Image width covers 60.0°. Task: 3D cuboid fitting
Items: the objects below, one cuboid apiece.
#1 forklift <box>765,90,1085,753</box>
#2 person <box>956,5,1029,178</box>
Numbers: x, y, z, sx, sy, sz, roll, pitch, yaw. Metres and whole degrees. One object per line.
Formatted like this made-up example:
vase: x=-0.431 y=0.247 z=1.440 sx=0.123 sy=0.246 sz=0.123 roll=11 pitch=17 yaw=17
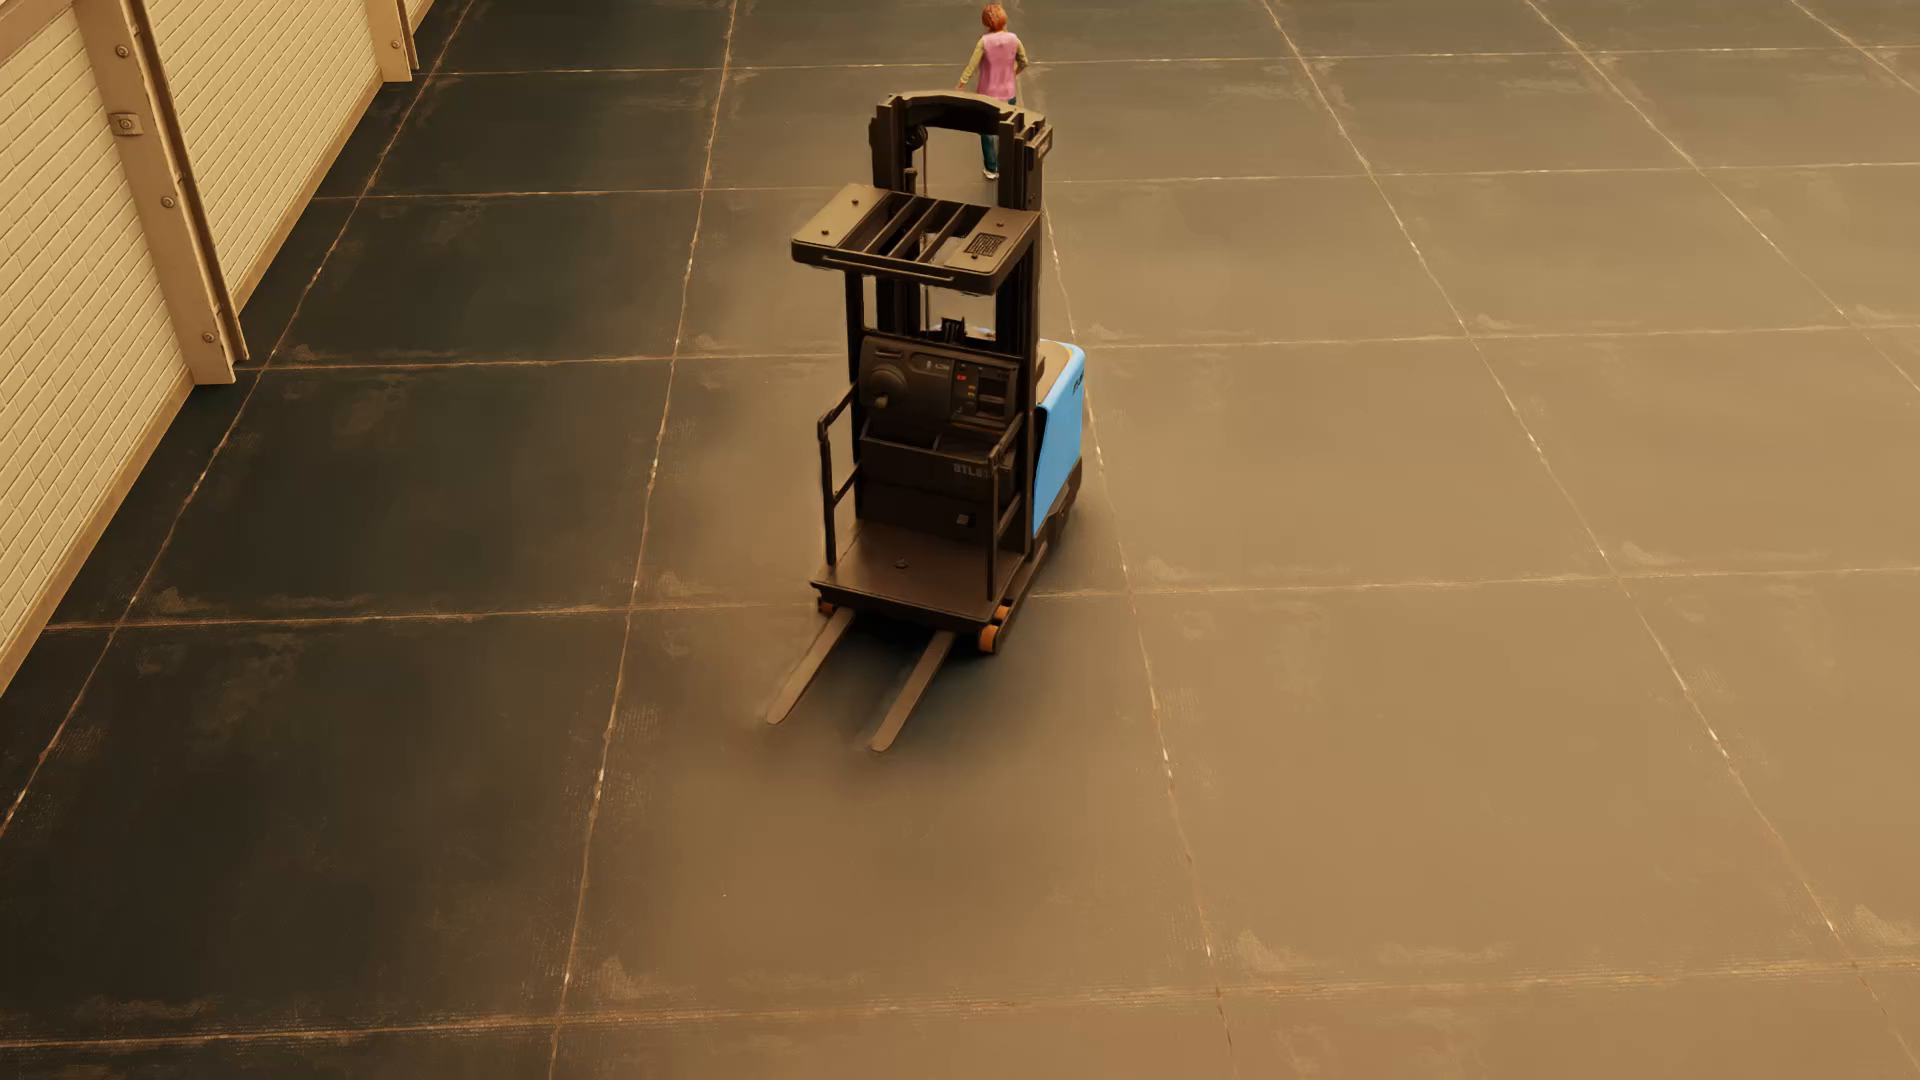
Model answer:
forklift: x=-0.195 y=-0.808 z=9.120 sx=1.130 sy=2.935 sz=3.031 roll=12 pitch=38 yaw=16
person: x=0.272 y=-3.893 z=14.568 sx=0.649 sy=1.512 sz=0.419 roll=-4 pitch=36 yaw=-6
